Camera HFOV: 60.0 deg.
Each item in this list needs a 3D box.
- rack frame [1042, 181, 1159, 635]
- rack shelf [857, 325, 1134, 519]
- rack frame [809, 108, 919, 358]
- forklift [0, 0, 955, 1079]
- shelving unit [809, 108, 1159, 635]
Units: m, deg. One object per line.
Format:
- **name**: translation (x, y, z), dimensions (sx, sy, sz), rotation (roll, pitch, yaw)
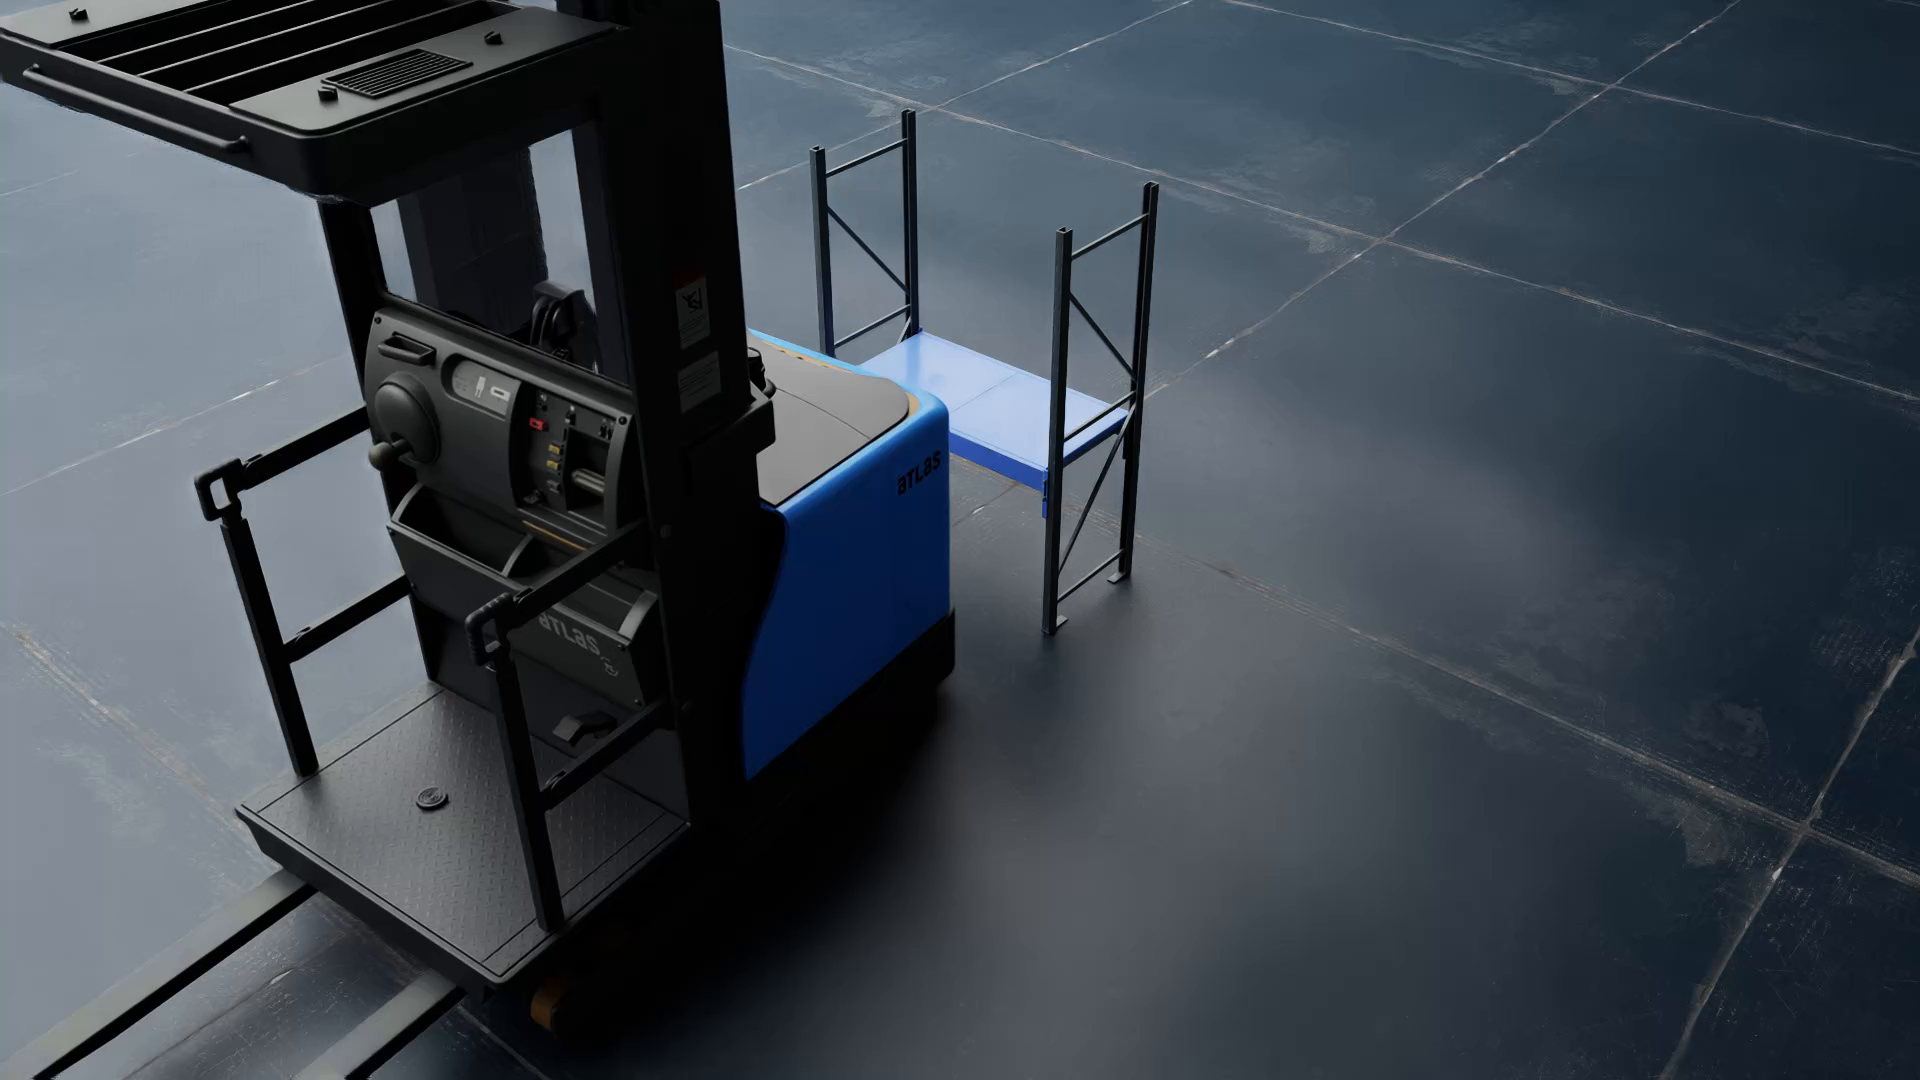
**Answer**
- **rack frame**: translation (0.456, -0.403, 5.512), dimensions (0.032, 1.500, 0.500), rotation (25, 42, 32)
- **rack shelf**: translation (0.066, -0.439, 5.882), dimensions (1.000, 0.185, 0.538), rotation (25, 42, 32)
- **rack frame**: translation (-0.325, -0.771, 6.049), dimensions (0.032, 1.500, 0.500), rotation (25, 42, 32)
- **forklift**: translation (-1.281, -0.227, 3.991), dimensions (1.130, 2.935, 3.031), rotation (22, 40, 29)
- **shelving unit**: translation (0.066, -0.587, 5.780), dimensions (1.048, 1.500, 0.538), rotation (25, 42, 32)
